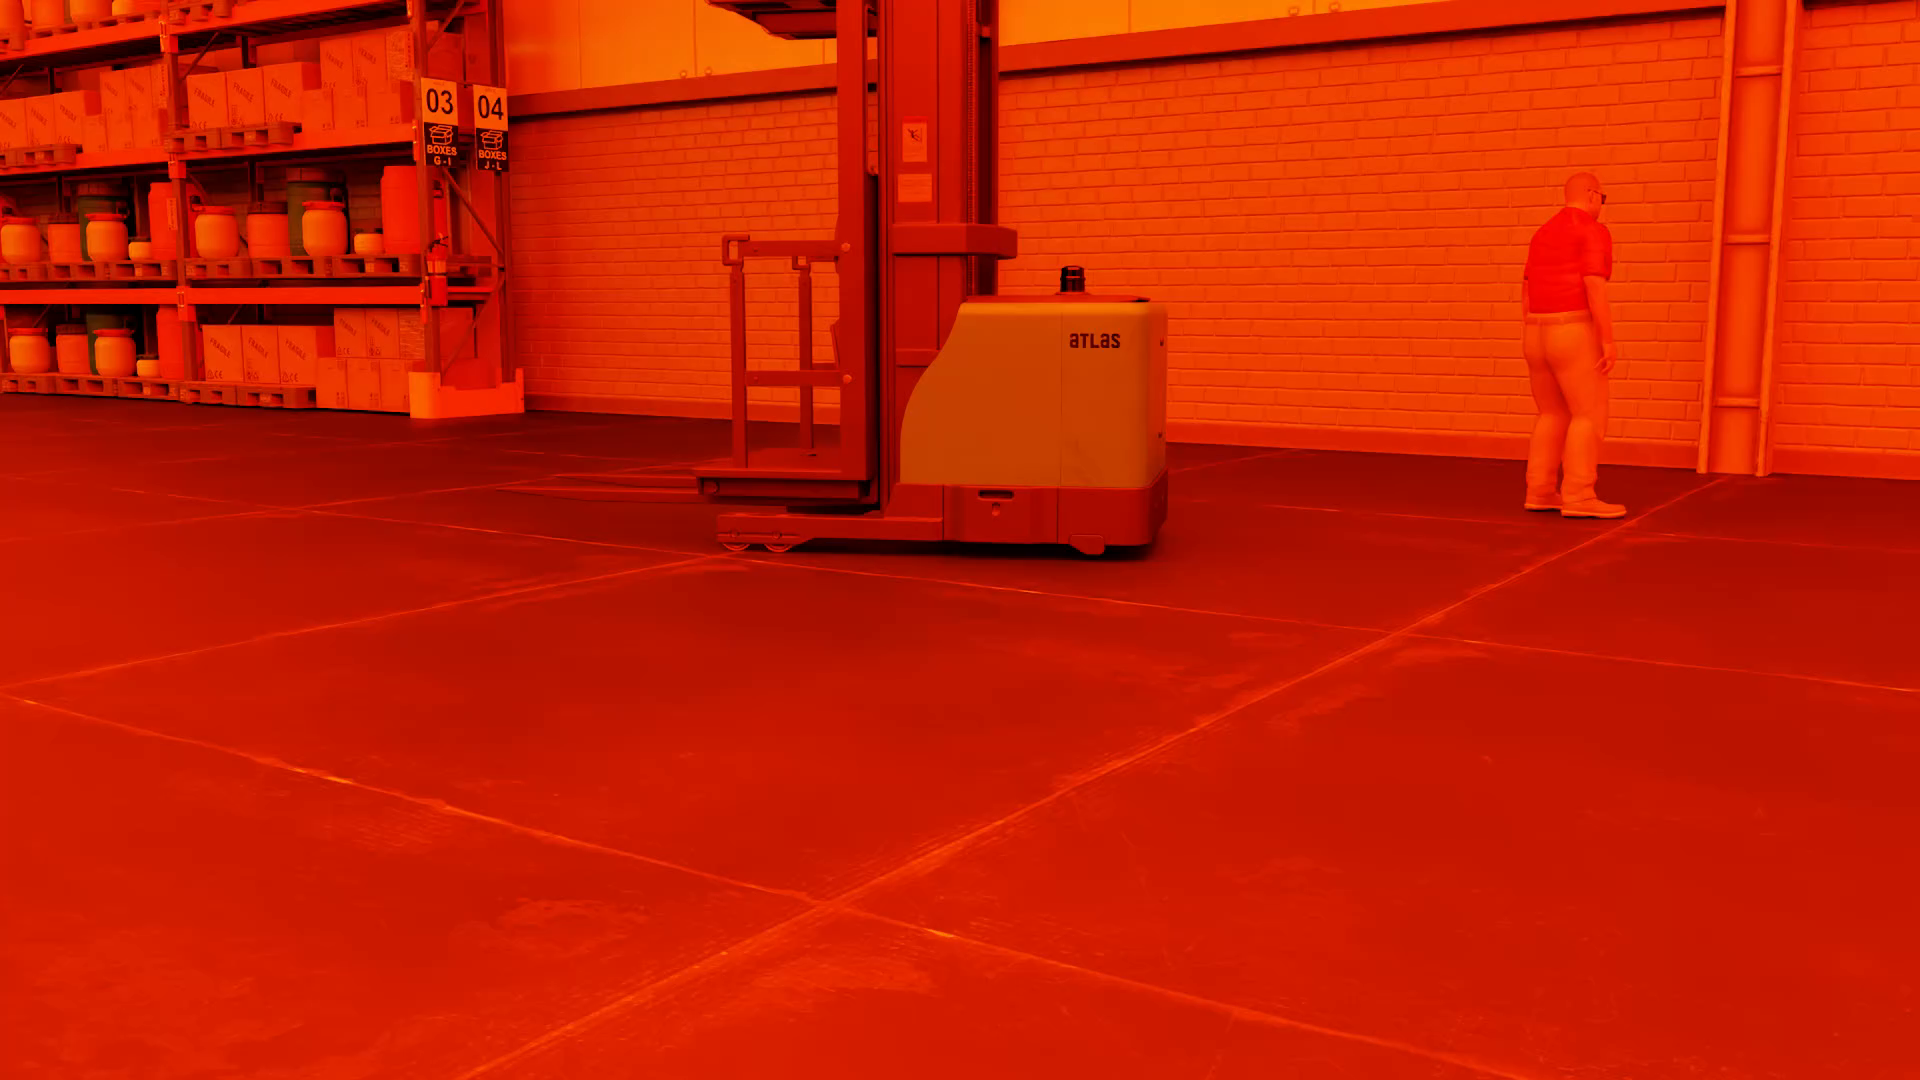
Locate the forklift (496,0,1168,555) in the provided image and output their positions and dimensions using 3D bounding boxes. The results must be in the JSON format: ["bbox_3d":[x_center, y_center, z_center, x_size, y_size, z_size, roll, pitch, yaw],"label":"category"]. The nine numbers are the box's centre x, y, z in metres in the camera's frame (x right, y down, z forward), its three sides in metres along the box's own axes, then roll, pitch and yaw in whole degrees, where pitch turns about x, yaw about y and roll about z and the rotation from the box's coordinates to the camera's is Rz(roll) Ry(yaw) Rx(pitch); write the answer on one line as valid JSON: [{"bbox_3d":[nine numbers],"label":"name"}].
[{"bbox_3d":[-0.596,-1.469,7.520,3.031,2.935,1.130,2,8,12],"label":"forklift"}]

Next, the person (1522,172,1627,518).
[{"bbox_3d":[3.111,-0.996,8.475,0.399,1.726,0.601,-3,9,-19],"label":"person"}]
